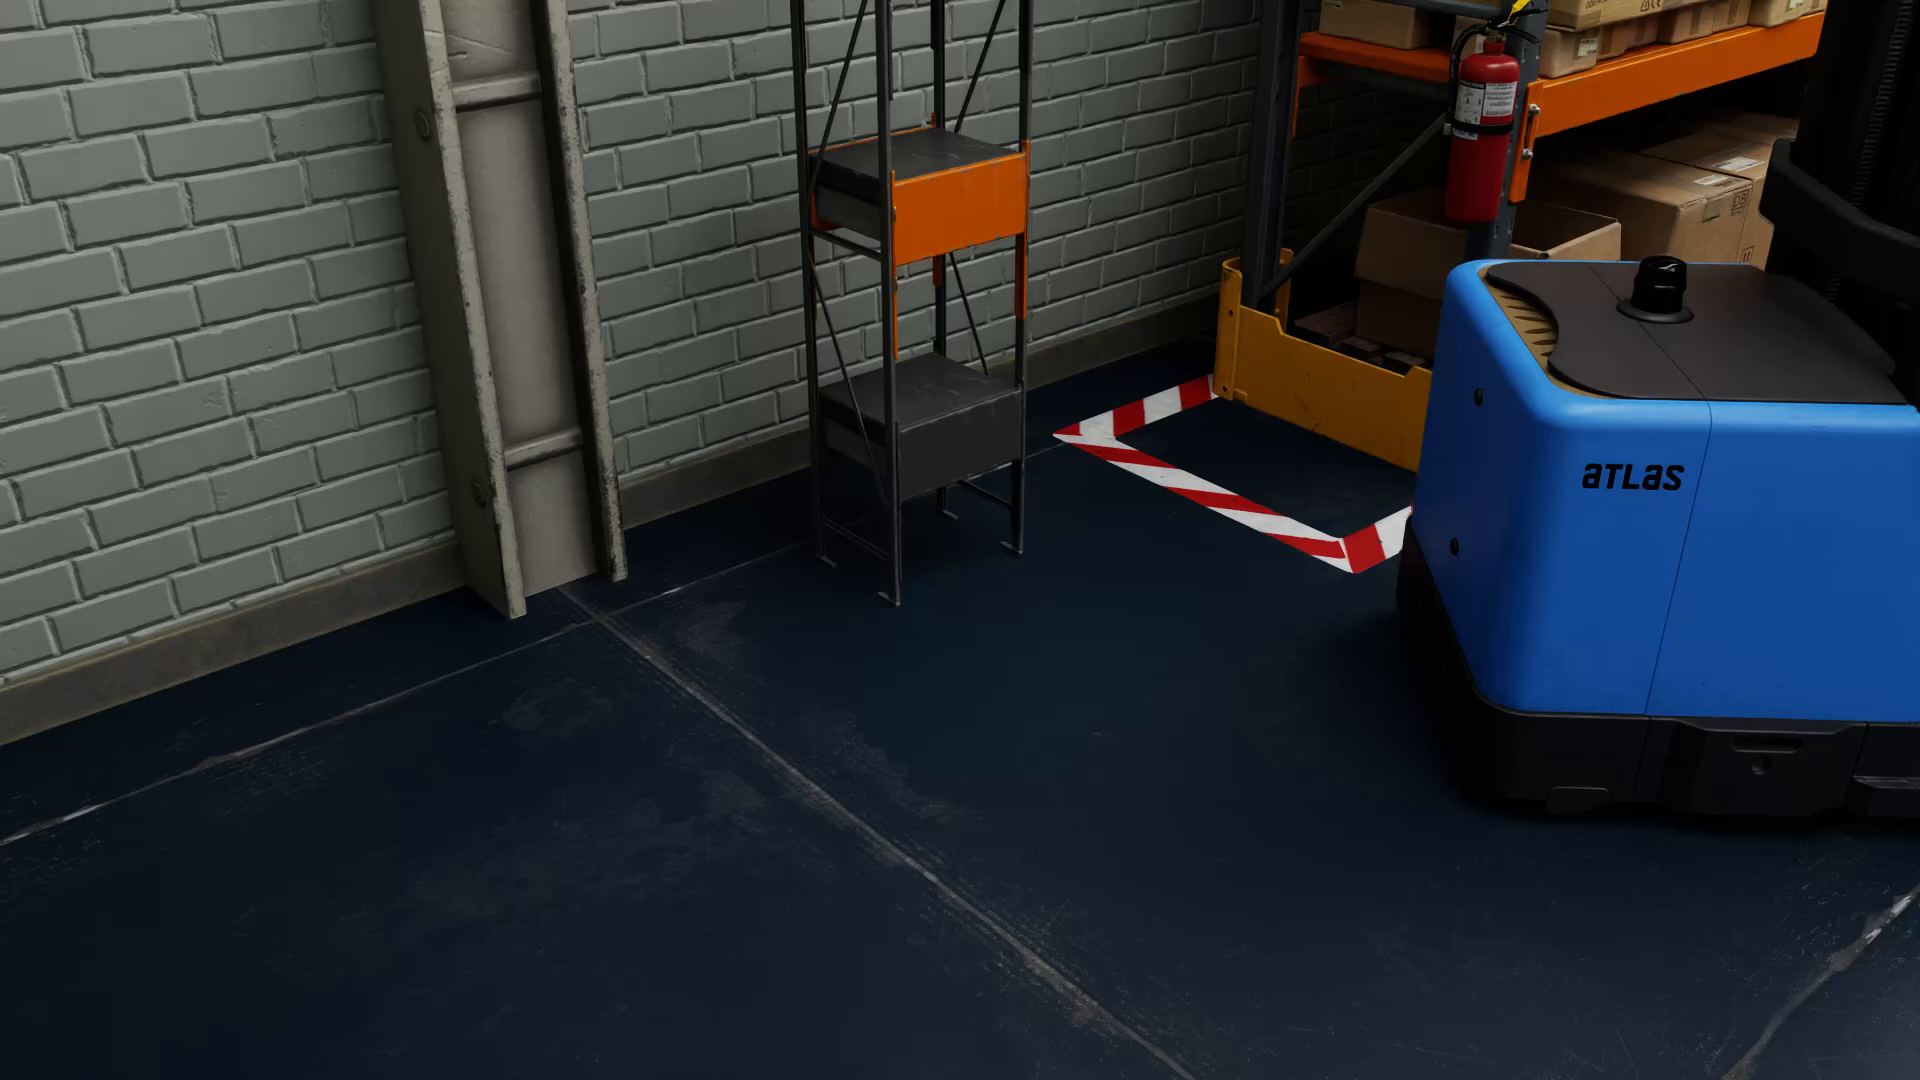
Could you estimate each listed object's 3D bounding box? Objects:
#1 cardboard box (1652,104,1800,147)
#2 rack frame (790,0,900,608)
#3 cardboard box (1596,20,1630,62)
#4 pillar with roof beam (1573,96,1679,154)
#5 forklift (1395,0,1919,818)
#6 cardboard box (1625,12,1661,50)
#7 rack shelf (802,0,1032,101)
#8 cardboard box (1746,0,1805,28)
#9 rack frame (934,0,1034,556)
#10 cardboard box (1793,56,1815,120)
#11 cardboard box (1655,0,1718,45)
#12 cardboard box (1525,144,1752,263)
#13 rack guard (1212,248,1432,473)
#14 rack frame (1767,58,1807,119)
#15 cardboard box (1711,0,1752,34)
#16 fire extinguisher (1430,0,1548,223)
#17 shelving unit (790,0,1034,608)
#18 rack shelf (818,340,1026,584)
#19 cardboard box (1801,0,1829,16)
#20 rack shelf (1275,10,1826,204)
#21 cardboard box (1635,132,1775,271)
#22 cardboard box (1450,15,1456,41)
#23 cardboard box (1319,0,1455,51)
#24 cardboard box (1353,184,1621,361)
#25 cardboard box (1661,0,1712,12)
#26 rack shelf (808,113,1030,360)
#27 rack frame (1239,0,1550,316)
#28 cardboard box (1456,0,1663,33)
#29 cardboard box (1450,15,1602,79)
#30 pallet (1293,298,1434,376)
[{"bbox_3d":[3.375,-1.510,7.099,0.500,0.500,0.700,-23,36,-37],"label":"cardboard box"},{"bbox_3d":[-0.312,-0.801,4.521,0.015,2.100,0.400,-22,35,-35],"label":"rack frame"},{"bbox_3d":[1.974,-1.694,5.505,0.250,0.149,0.380,-21,35,-34],"label":"cardboard box"},{"bbox_3d":[6.105,-4.145,3.458,0.400,9.000,9.100,-22,35,-35],"label":"pillar with roof beam"},{"bbox_3d":[2.746,-0.828,3.690,3.031,2.935,1.130,1,28,2],"label":"forklift"},{"bbox_3d":[2.152,-1.787,5.679,0.250,0.149,0.380,-22,35,-36],"label":"cardboard box"},{"bbox_3d":[-0.126,-1.481,4.337,0.480,0.518,0.431,-22,35,-35],"label":"rack shelf"},{"bbox_3d":[2.823,-1.976,6.032,0.250,0.149,0.380,-23,36,-36],"label":"cardboard box"},{"bbox_3d":[0.060,-0.950,4.800,0.015,2.100,0.400,-22,35,-35],"label":"rack frame"},{"bbox_3d":[4.607,-2.271,8.524,0.500,0.500,0.500,-22,35,-35],"label":"cardboard box"},{"bbox_3d":[2.384,-1.843,5.782,0.250,0.149,0.380,-21,34,-33],"label":"cardboard box"},{"bbox_3d":[2.585,-1.192,6.505,0.500,0.500,0.700,-20,34,-33],"label":"cardboard box"},{"bbox_3d":[1.441,-0.630,5.898,0.348,0.500,1.175,-22,35,-35],"label":"rack guard"},{"bbox_3d":[4.426,-2.932,7.555,0.127,3.000,1.000,-22,35,-35],"label":"rack frame"},{"bbox_3d":[2.582,-1.926,5.938,0.250,0.149,0.380,-21,35,-34],"label":"cardboard box"},{"bbox_3d":[1.571,-1.299,4.977,0.183,0.674,0.296,-22,35,-35],"label":"fire extinguisher"},{"bbox_3d":[-0.126,-0.875,4.660,0.503,2.100,0.431,-22,35,-35],"label":"shelving unit"},{"bbox_3d":[-0.126,-0.246,4.997,0.480,0.518,0.431,-22,35,-35],"label":"rack shelf"},{"bbox_3d":[3.010,-2.064,6.197,0.250,0.149,0.380,-21,35,-34],"label":"cardboard box"},{"bbox_3d":[2.904,-2.003,6.579,4.000,0.370,1.077,-22,35,-35],"label":"rack shelf"},{"bbox_3d":[3.052,-1.318,6.740,0.500,0.500,0.500,-21,35,-34],"label":"cardboard box"},{"bbox_3d":[1.694,-1.851,5.798,0.250,0.149,0.380,-21,34,-34],"label":"cardboard box"},{"bbox_3d":[1.461,-1.796,5.694,0.250,0.149,0.380,-22,35,-35],"label":"cardboard box"},{"bbox_3d":[1.910,-0.946,6.041,0.637,0.503,0.797,-24,36,-37],"label":"cardboard box"},{"bbox_3d":[2.286,-1.970,5.598,0.500,0.250,0.500,-21,35,-34],"label":"cardboard box"},{"bbox_3d":[-0.126,-0.863,4.667,0.480,0.518,0.431,-22,35,-35],"label":"rack shelf"},{"bbox_3d":[1.383,-1.709,5.265,0.127,3.000,1.000,-22,35,-35],"label":"rack frame"},{"bbox_3d":[1.903,-1.816,5.309,0.500,0.250,0.500,-22,35,-35],"label":"cardboard box"},{"bbox_3d":[1.811,-1.600,5.328,0.250,0.149,0.380,-22,35,-35],"label":"cardboard box"},{"bbox_3d":[2.046,-0.746,6.423,1.213,0.211,1.003,-22,35,-35],"label":"pallet"}]
